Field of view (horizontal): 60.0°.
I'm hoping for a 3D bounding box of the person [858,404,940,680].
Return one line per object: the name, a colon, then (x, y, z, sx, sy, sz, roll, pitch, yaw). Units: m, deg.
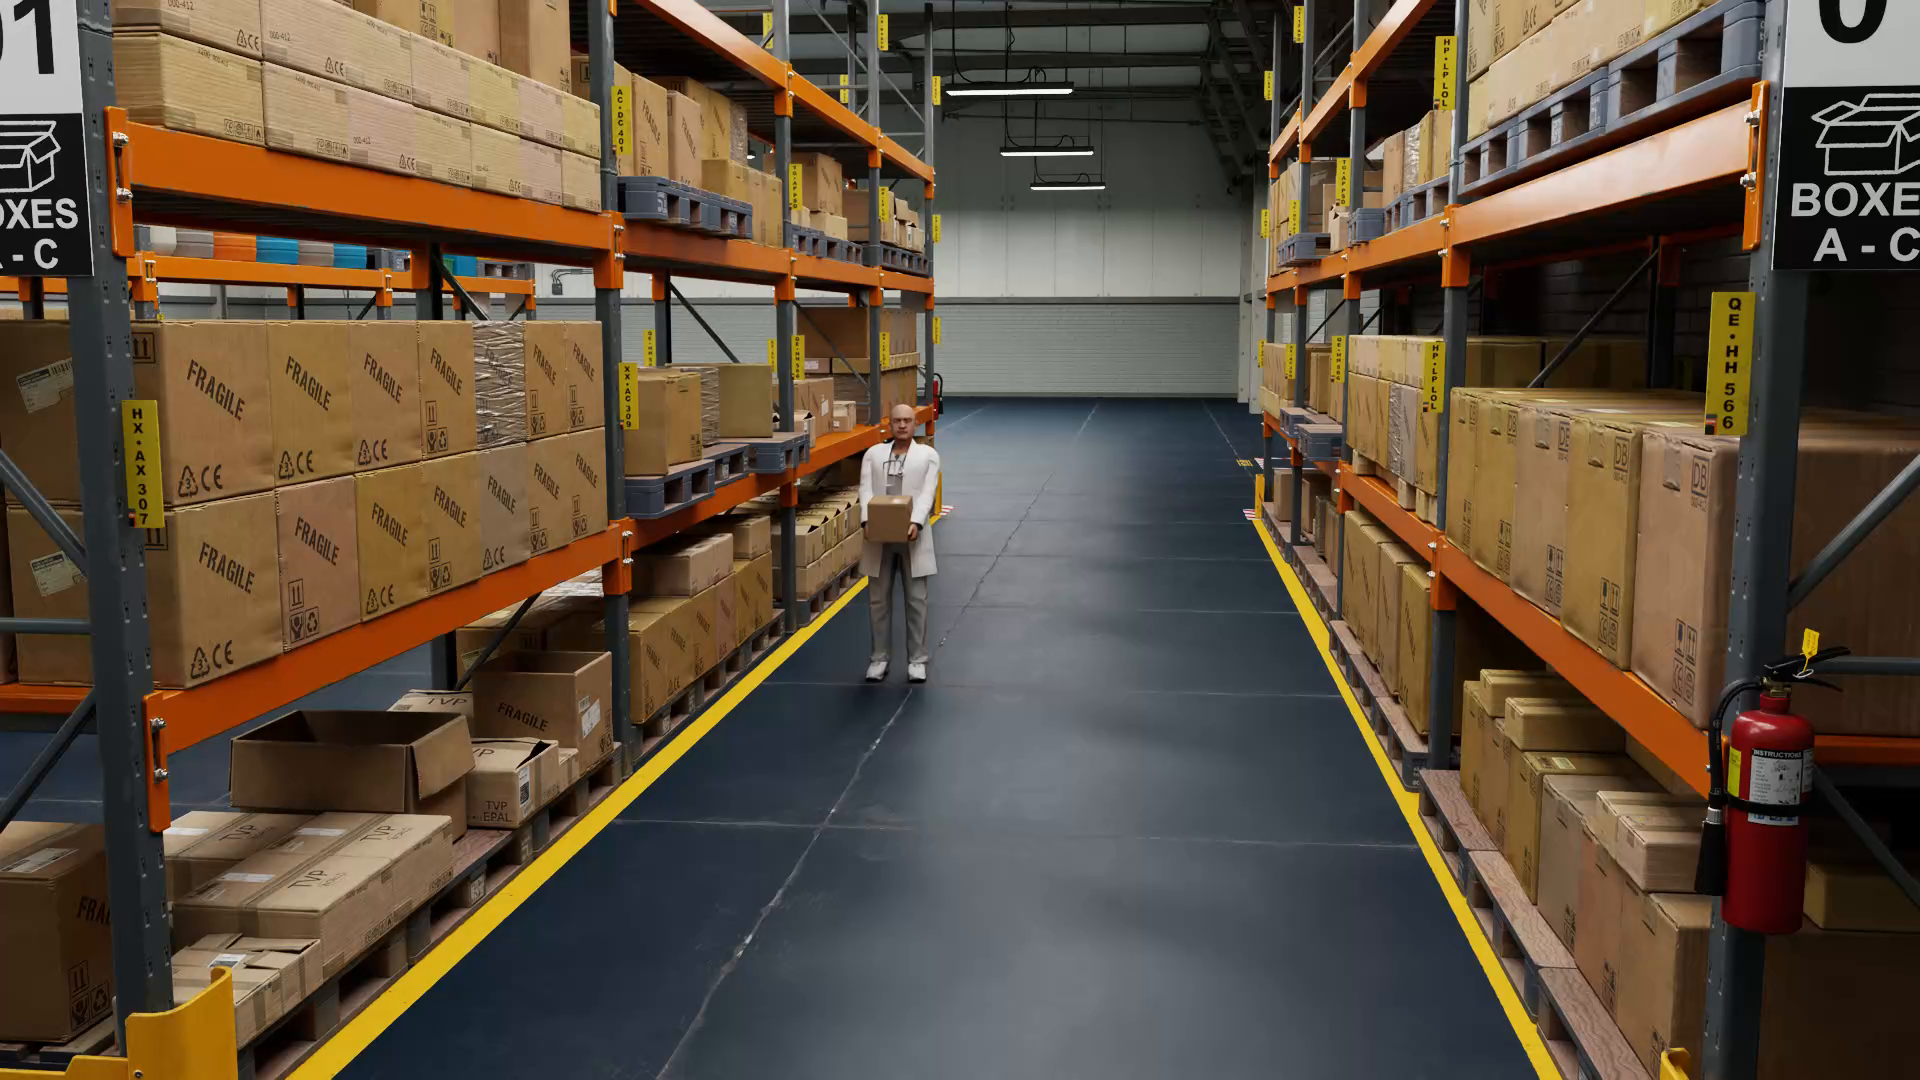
person: (-0.406, 0.024, 10.682, 0.529, 1.770, 0.563, 1, 7, 7)
